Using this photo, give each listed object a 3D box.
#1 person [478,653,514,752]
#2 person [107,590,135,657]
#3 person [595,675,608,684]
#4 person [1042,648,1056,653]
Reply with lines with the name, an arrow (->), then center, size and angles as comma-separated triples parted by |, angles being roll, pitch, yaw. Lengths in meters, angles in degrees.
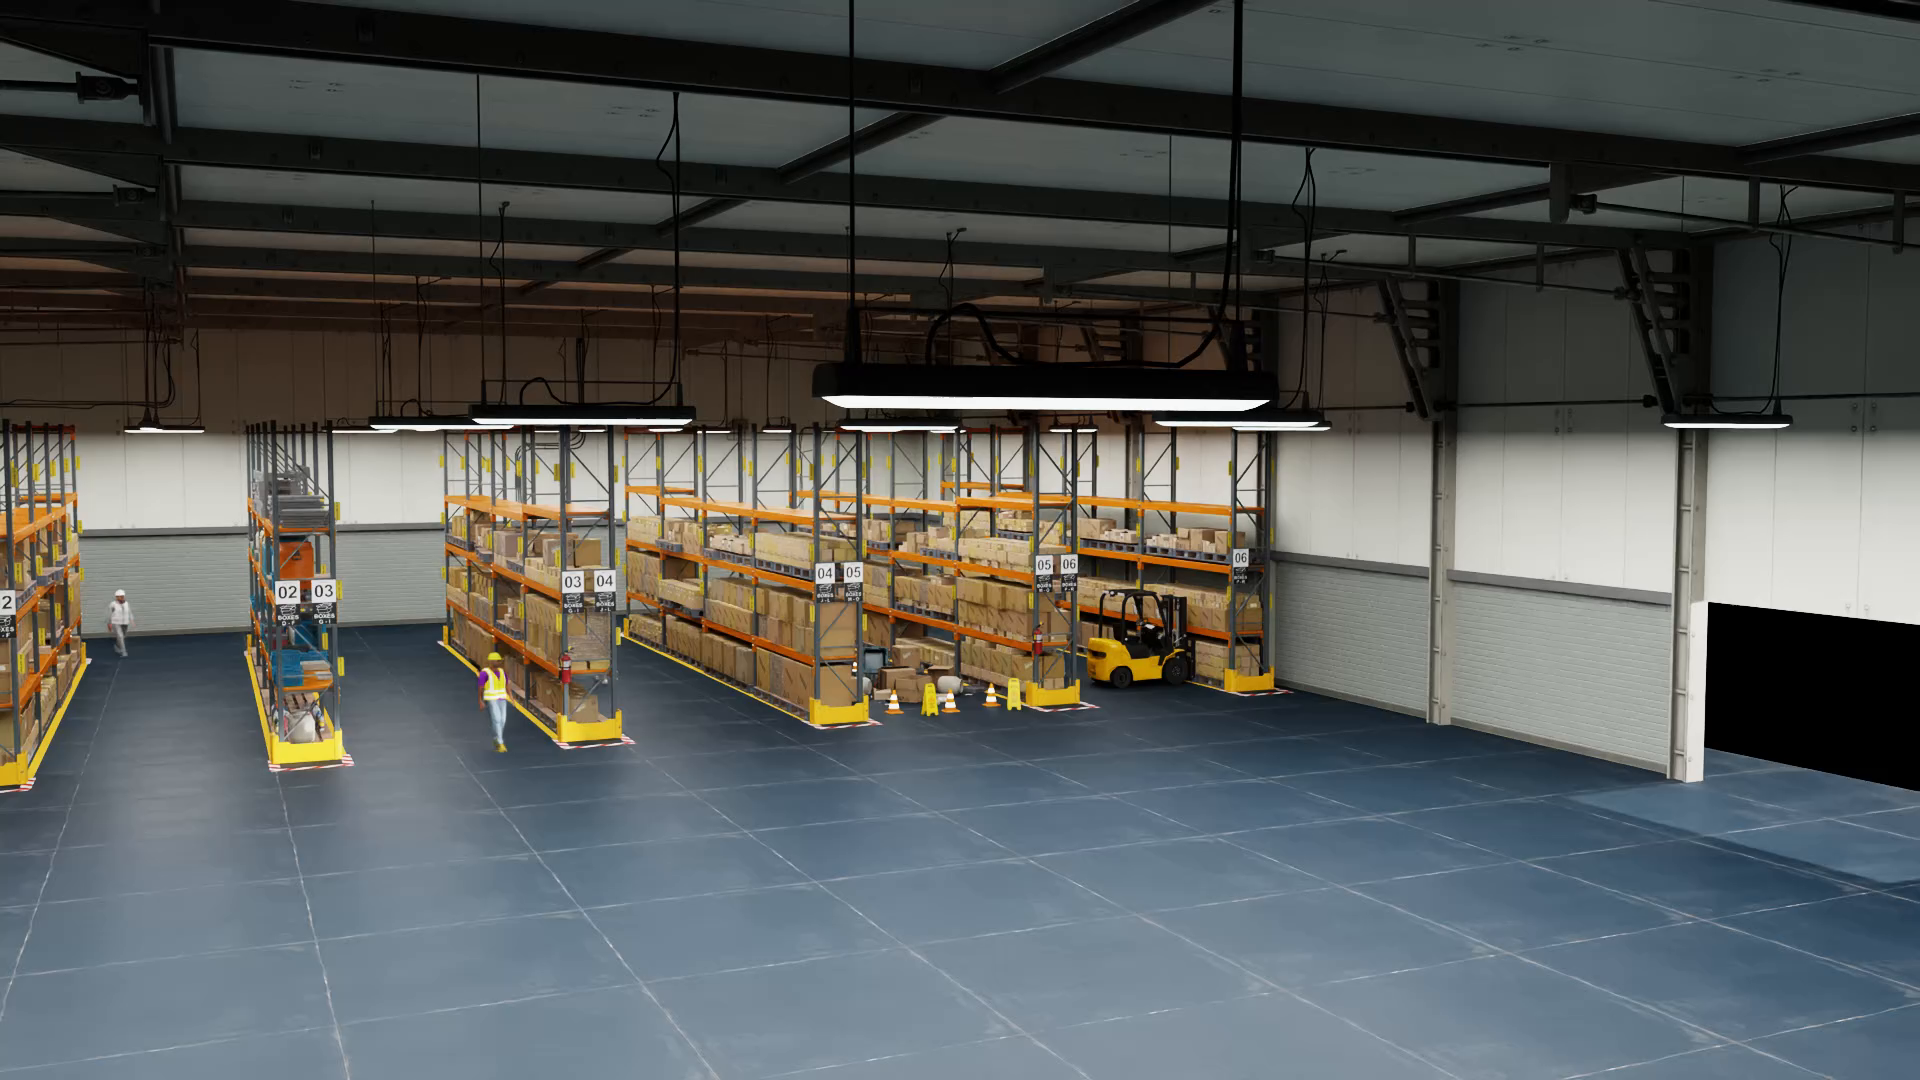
person -> -8.408, 2.954, 30.434 | 0.754, 1.759, 0.597 | 3, 5, 38
person -> -21.795, 2.152, 43.155 | 1.107, 1.717, 0.578 | 3, 5, 39
person -> -8.351, 2.533, 38.468 | 0.403, 1.527, 0.950 | -1, 4, -19
person -> 2.159, 2.416, 39.849 | 0.481, 1.744, 0.580 | -2, 4, -29
